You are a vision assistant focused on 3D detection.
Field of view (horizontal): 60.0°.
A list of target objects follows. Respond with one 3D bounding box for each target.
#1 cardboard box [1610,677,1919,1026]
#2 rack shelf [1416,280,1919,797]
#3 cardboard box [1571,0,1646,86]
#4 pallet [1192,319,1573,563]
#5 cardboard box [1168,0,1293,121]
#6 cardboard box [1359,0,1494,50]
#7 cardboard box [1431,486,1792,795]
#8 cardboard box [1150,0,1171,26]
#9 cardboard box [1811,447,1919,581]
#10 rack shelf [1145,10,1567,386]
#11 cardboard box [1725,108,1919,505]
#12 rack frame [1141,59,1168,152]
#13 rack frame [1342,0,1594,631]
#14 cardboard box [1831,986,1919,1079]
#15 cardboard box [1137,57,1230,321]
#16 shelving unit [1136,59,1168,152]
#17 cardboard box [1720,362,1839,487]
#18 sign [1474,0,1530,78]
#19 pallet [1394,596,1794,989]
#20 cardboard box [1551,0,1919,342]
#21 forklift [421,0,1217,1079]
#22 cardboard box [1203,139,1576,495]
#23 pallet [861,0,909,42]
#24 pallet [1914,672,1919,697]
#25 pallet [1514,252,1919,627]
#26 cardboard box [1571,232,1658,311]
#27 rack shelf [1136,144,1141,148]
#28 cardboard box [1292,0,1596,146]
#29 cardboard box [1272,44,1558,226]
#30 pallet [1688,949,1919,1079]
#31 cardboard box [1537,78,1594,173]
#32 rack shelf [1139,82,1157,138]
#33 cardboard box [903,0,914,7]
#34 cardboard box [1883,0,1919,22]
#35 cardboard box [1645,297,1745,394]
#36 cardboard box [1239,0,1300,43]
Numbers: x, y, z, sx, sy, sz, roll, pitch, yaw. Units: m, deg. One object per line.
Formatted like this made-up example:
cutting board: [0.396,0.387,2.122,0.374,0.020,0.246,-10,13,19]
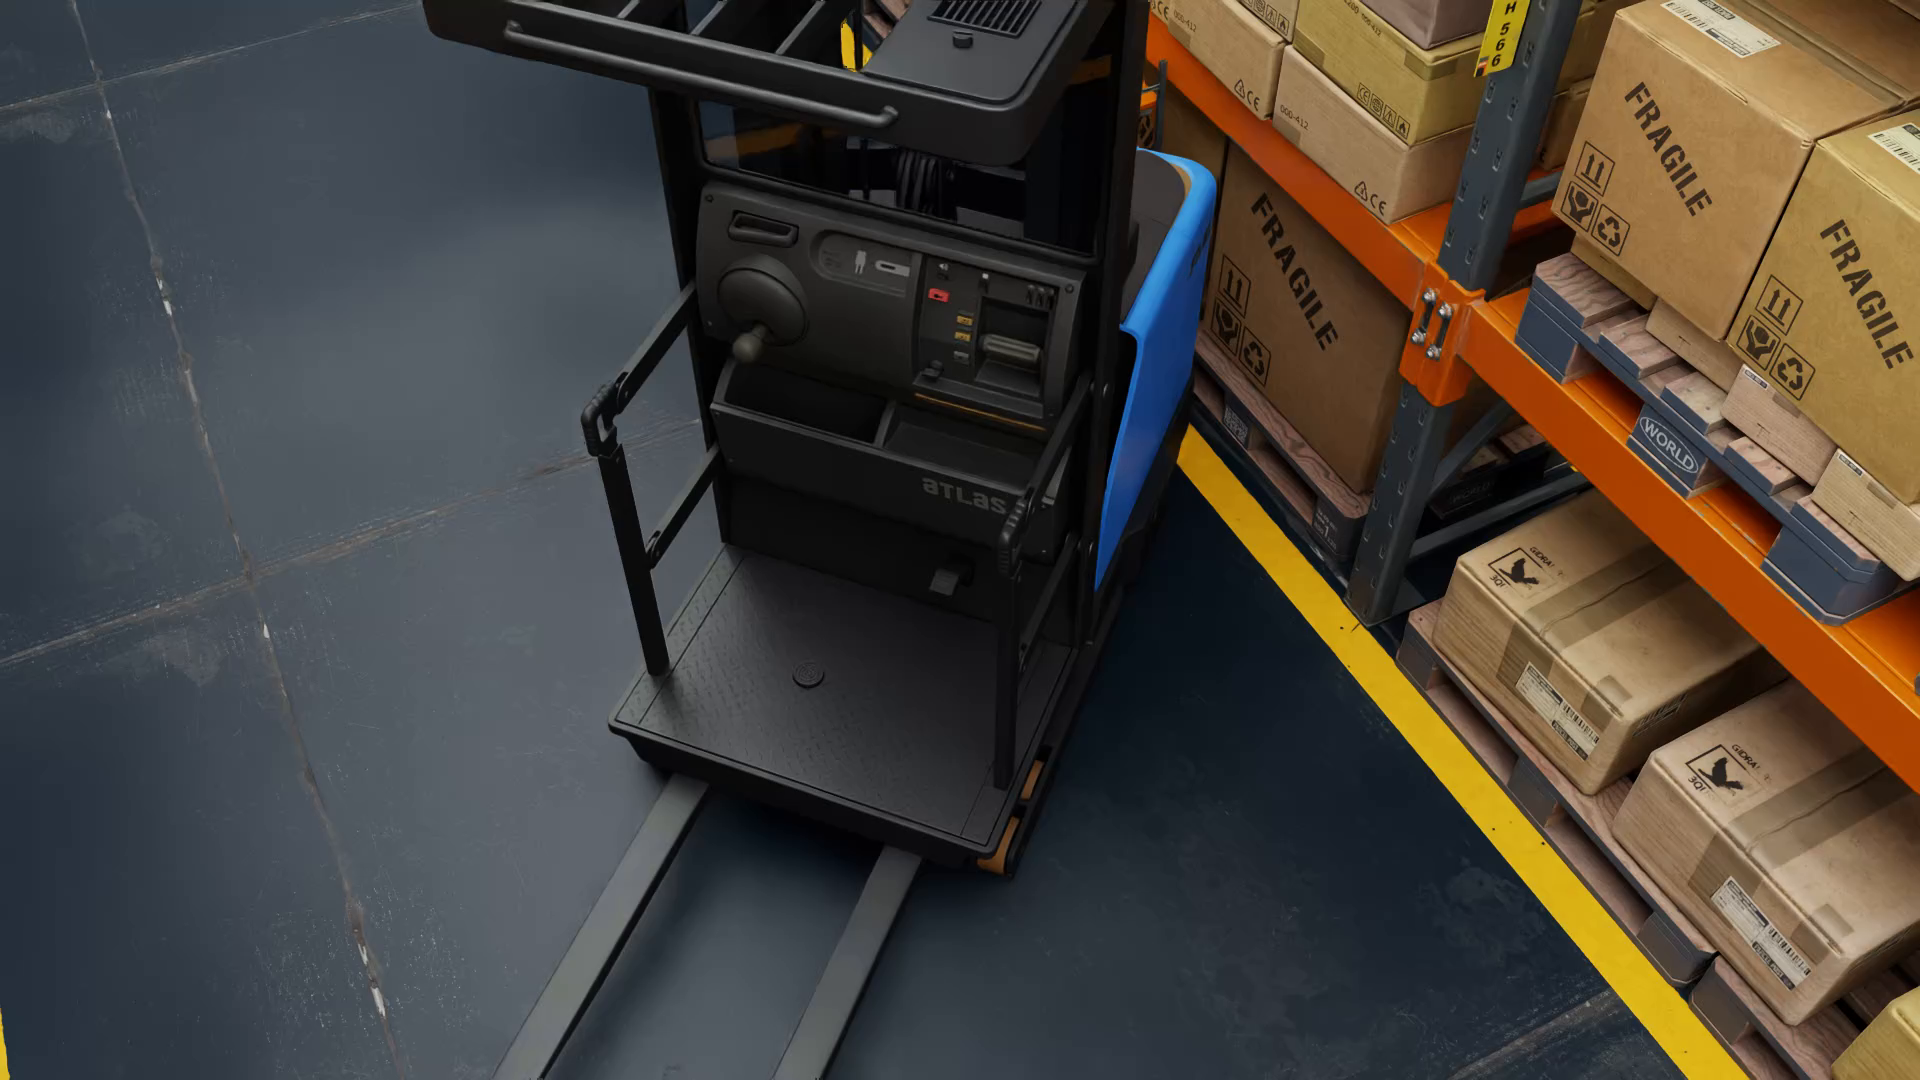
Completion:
cardboard box: [2.235,0.670,4.138,0.950,0.372,0.625,-22,52,-18]
rack shelf: [2.556,0.646,3.170,1.077,0.370,4.000,-21,52,-18]
cardboard box: [1.628,-1.469,4.309,0.500,0.250,0.500,-22,52,-18]
pallet: [1.347,-0.565,5.604,1.003,0.211,1.213,-21,52,-18]
cardboard box: [0.931,-1.465,4.638,0.500,0.250,0.500,-20,52,-17]
cardboard box: [1.171,-1.547,3.880,0.500,0.500,0.500,-22,53,-18]
cardboard box: [1.890,0.179,4.567,0.950,0.372,0.625,-24,53,-20]
cardboard box: [0.714,-1.808,4.938,0.500,0.250,0.500,-22,52,-18]
cardboard box: [1.915,-0.112,3.243,0.380,0.149,0.250,-21,52,-17]
rack shelf: [0.725,-2.031,5.511,1.077,0.370,4.000,-21,52,-18]
cardboard box: [1.885,-0.471,3.126,0.500,0.500,0.500,-19,51,-16]
rack frame: [0.519,-0.976,5.300,0.240,1.200,0.015,-23,52,-16]
rack frame: [1.641,-0.929,4.070,1.000,3.000,0.127,-21,52,-18]
cardboard box: [2.577,1.180,3.692,0.950,0.372,0.625,-20,52,-16]
cardboard box: [0.994,-1.457,5.664,0.875,0.875,0.875,-21,52,-17]
shelving unit: [0.407,-1.139,5.443,0.258,1.200,0.503,-23,52,-16]
cardboard box: [1.808,-0.303,3.410,0.380,0.149,0.250,-24,53,-20]
sign: [1.149,-1.117,3.465,0.100,0.325,0.005,-21,52,-18]
pallet: [1.997,0.512,4.662,1.003,0.211,1.213,-21,52,-18]
cardboard box: [1.641,-0.817,3.429,0.500,0.500,0.500,-23,53,-19]
forklift: [-0.254,-0.436,3.684,1.130,2.935,3.031,16,51,14]
cardboard box: [1.398,-0.859,5.141,0.875,0.875,0.875,-22,52,-18]
pallet: [0.230,-2.198,7.032,1.003,0.211,1.213,-21,52,-18]
pallet: [2.583,0.445,2.996,1.003,0.211,1.213,-21,52,-18]
pallet: [2.061,-0.426,3.757,1.213,0.211,1.003,-21,52,-18]
cardboard box: [1.624,-0.703,3.760,0.380,0.149,0.250,-24,53,-20]
rack shelf: [0.402,-1.240,5.323,0.258,0.148,0.480,-23,52,-16]
cardboard box: [1.193,-1.281,4.145,0.500,0.250,0.500,-21,52,-18]
cardboard box: [1.178,-1.129,4.344,0.500,0.250,0.500,-23,53,-19]
pallet: [2.551,1.328,3.948,1.003,0.211,1.213,-21,52,-18]
cardboard box: [1.640,-1.294,4.489,0.500,0.250,0.500,-22,52,-18]
rack shelf: [0.394,-1.393,5.143,0.258,0.148,0.480,-23,52,-16]
cardboard box: [0.165,-2.658,6.714,0.875,0.875,0.875,-20,52,-16]
cardboard box: [2.096,-0.990,3.580,0.500,0.500,0.500,-23,53,-19]
cardboard box: [1.723,-0.502,3.584,0.380,0.149,0.250,-24,53,-20]
cardboard box: [0.955,-1.623,4.444,0.500,0.250,0.500,-22,53,-18]
